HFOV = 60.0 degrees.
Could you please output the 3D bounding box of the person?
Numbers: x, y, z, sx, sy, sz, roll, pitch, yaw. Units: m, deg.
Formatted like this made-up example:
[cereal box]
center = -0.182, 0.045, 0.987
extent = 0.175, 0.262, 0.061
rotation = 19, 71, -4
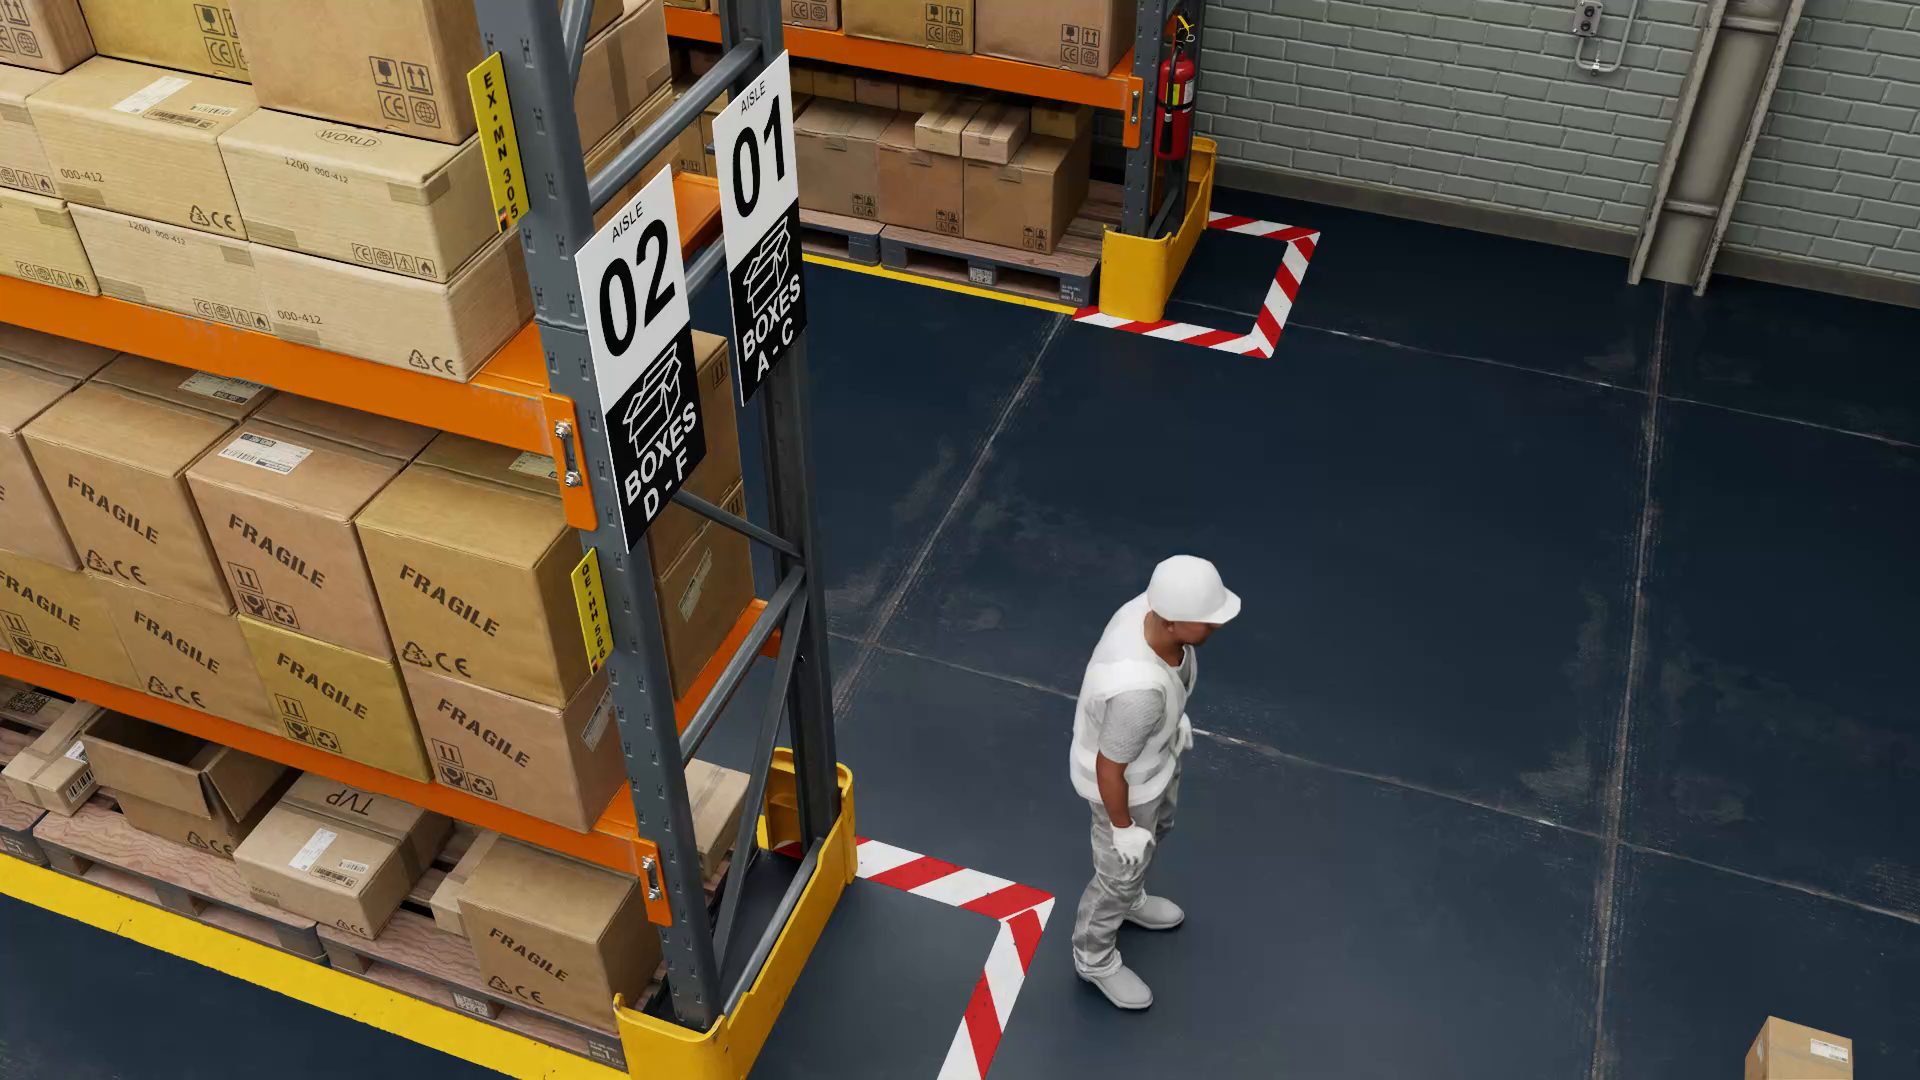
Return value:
[person]
center = 0.587, 0.733, 5.310
extent = 0.444, 1.776, 0.632
rotation = 15, 43, 17
